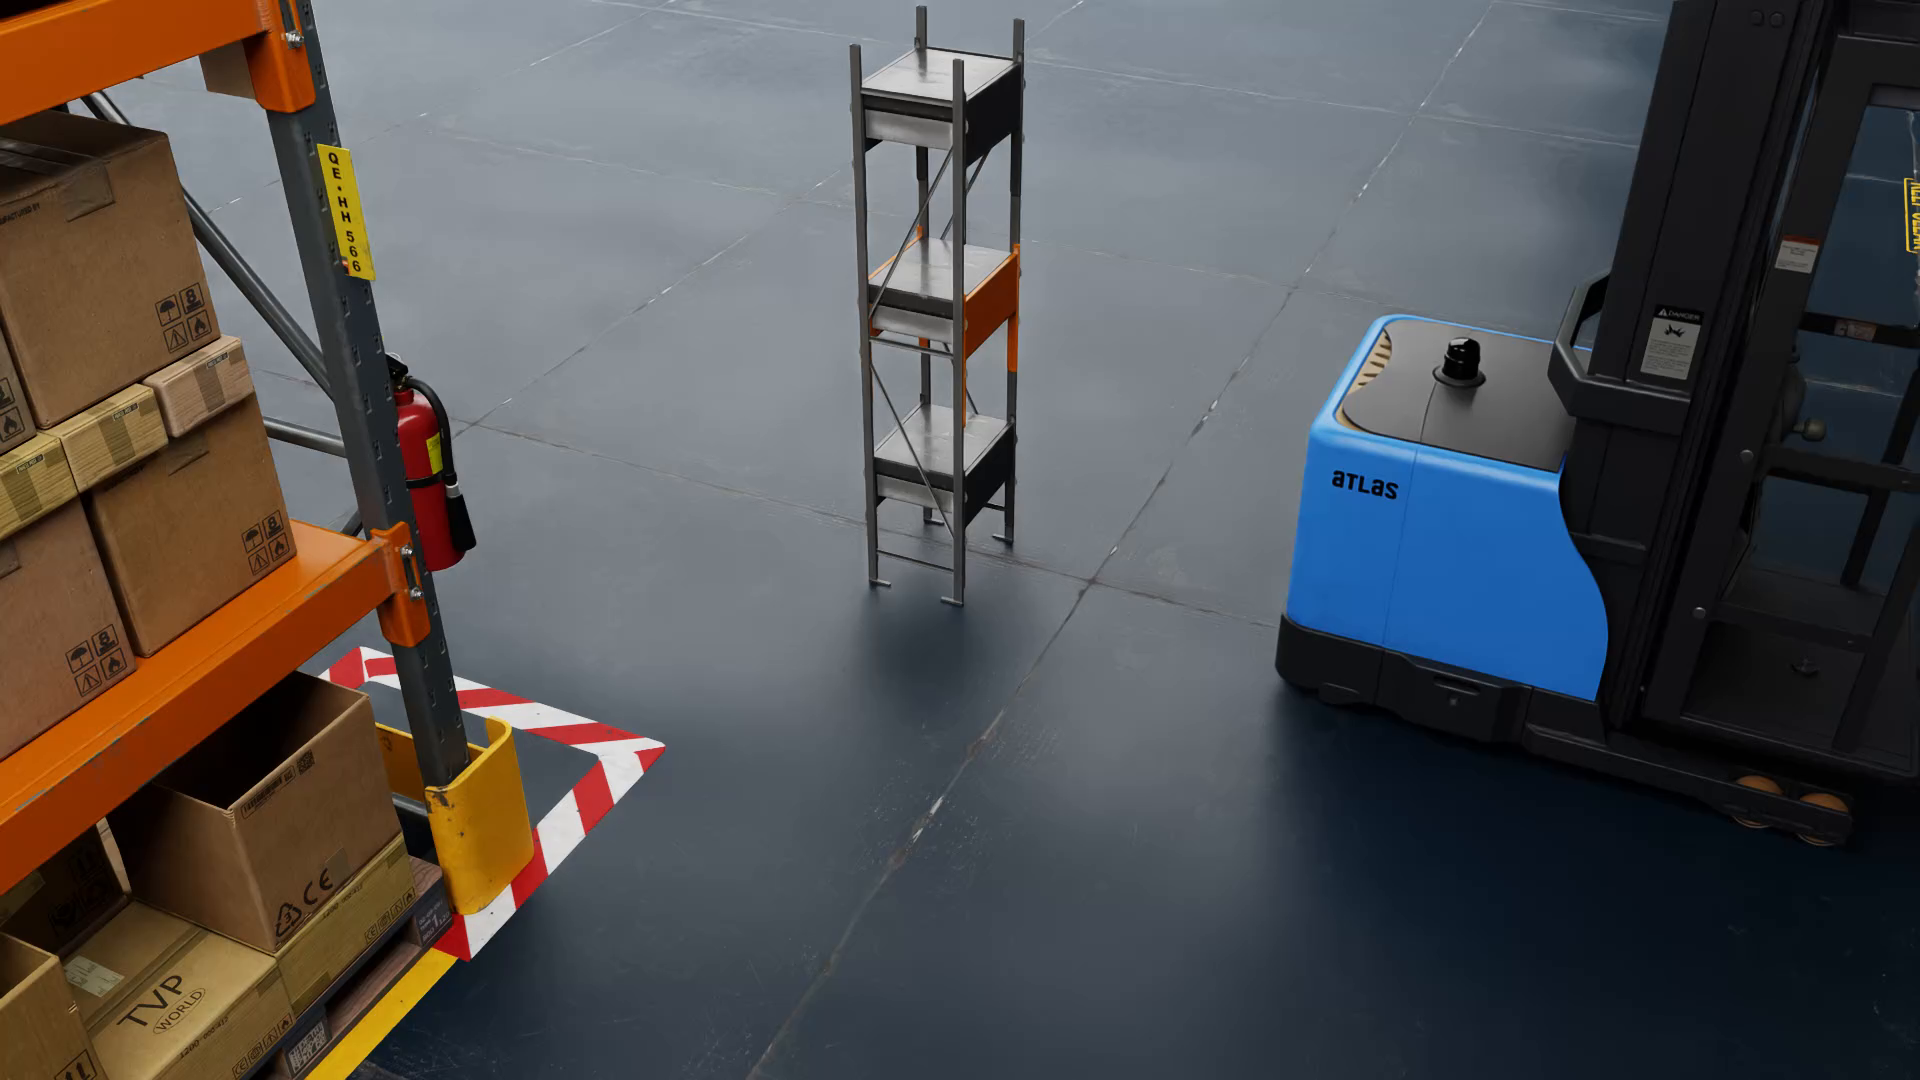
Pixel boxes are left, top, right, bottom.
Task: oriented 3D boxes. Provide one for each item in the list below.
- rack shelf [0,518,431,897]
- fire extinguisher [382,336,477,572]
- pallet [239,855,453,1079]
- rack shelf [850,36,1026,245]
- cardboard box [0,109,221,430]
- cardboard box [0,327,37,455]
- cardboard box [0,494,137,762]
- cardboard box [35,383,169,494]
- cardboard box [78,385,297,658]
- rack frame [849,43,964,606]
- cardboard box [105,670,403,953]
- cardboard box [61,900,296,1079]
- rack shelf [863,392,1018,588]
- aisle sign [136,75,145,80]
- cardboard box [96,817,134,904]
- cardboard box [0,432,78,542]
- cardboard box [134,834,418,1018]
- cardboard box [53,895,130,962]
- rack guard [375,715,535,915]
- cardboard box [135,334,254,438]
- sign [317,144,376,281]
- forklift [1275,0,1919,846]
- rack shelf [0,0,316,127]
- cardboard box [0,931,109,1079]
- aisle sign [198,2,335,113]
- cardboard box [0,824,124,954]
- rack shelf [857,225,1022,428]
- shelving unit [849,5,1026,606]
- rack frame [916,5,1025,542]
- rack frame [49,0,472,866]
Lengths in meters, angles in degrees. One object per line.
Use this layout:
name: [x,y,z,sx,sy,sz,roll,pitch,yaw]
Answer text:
rack shelf: [-2.769,0.980,3.176,1.077,0.370,4.000,14,36,20]
fire extinguisher: [-1.461,-0.237,4.446,0.296,0.674,0.183,14,36,20]
pallet: [-2.214,1.240,4.667,1.003,0.211,1.213,14,36,20]
rack shelf: [-0.069,-1.370,5.672,0.431,0.518,0.480,14,36,20]
cardboard box: [-2.161,-0.645,3.724,0.700,0.500,0.500,14,36,21]
cardboard box: [-2.376,-0.382,3.323,0.700,0.500,0.500,13,36,19]
cardboard box: [-2.355,0.134,3.720,0.700,0.500,0.500,15,36,22]
cardboard box: [-2.027,-0.265,3.736,0.380,0.149,0.250,15,36,22]
cardboard box: [-2.139,-0.129,4.120,0.700,0.500,0.500,14,36,20]
rack frame: [-0.171,-0.674,5.863,0.400,2.100,0.015,14,36,20]
cardboard box: [-1.886,0.679,4.419,0.500,0.500,0.500,14,36,20]
cardboard box: [-2.087,1.244,4.242,0.500,0.250,0.500,14,36,20]
rack shelf: [-0.069,-0.199,6.440,0.431,0.518,0.480,14,36,20]
aisle sign: [-2.183,-1.507,3.942,0.394,0.787,0.004,14,36,20]
cardboard box: [-2.359,0.873,4.807,0.500,0.250,0.500,14,36,20]
cardboard box: [-2.134,-0.138,3.542,0.380,0.149,0.250,14,36,20]
cardboard box: [-1.888,0.992,4.626,0.500,0.250,0.500,14,36,20]
cardboard box: [-2.565,1.123,4.426,0.500,0.250,0.500,14,36,20]
rack guard: [-1.922,0.717,5.201,1.175,0.500,0.348,14,36,20]
cardboard box: [-1.919,-0.396,3.935,0.380,0.149,0.250,14,36,20]
sign: [-1.445,-0.769,3.915,0.100,0.325,0.005,14,36,20]
forklift: [2.682,-0.590,4.976,3.031,2.935,1.130,14,36,21]
rack shelf: [-2.769,-0.274,2.353,1.077,0.370,4.000,14,36,20]
cardboard box: [-2.291,1.181,3.655,0.500,0.500,0.500,14,36,20]
aisle sign: [-1.638,-1.369,3.732,0.394,0.787,0.004,14,36,20]
cardboard box: [-2.566,0.809,4.221,0.500,0.500,0.500,14,36,20]
rack shelf: [-0.069,-0.784,6.056,0.431,0.518,0.480,14,36,20]
shelving unit: [-0.069,-0.796,6.049,0.431,2.100,0.503,14,36,20]
rack frame: [0.033,-0.917,6.234,0.400,2.100,0.015,14,36,20]
rack frame: [-1.932,-0.317,4.498,1.000,3.000,0.127,14,36,20]
